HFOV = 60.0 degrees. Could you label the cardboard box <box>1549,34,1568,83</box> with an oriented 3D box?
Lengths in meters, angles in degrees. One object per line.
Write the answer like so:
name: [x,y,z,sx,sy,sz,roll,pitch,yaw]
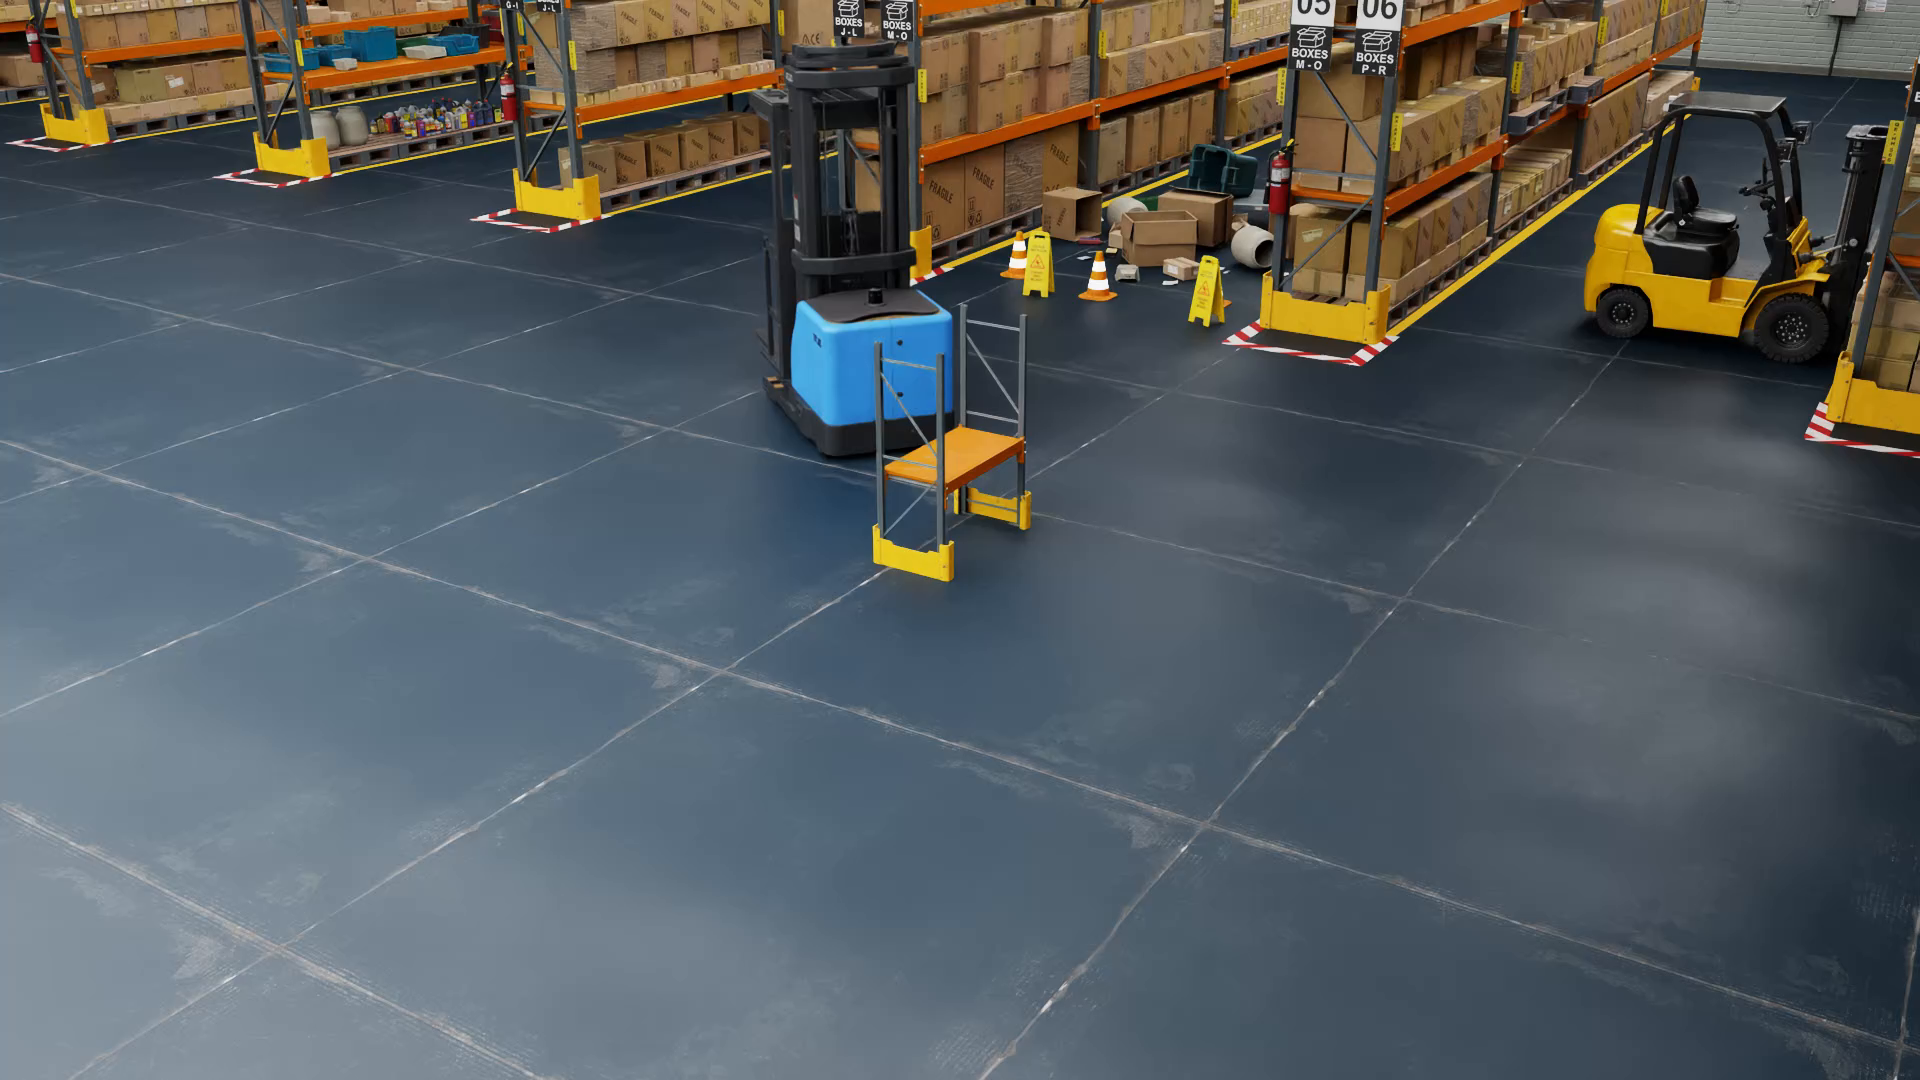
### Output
cardboard box: [6.803,-5.667,19.536,0.500,0.500,0.500,13,26,27]

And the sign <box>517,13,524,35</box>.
sign: [-6.652,-7.808,25.161,0.100,0.325,0.005,14,27,29]

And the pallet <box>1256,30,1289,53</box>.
pallet: [4.374,-7.627,25.334,1.003,0.211,1.213,14,27,29]

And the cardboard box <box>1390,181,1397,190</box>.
cardboard box: [3.880,-3.379,15.596,0.380,0.149,0.250,14,27,30]

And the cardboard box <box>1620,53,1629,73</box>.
cardboard box: [8.890,-6.599,22.906,0.500,0.250,0.500,14,27,29]

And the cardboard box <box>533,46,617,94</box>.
cardboard box: [-4.702,-5.774,20.312,0.875,0.500,0.500,14,27,29]

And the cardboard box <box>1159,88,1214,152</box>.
cardboard box: [2.967,-6.012,23.665,1.050,0.750,0.750,13,27,28]

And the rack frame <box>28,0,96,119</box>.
rack frame: [-13.429,-7.489,24.773,1.000,3.000,0.127,14,27,29]

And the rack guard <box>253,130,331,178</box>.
rack guard: [-9.223,-5.338,22.951,1.175,0.500,0.348,14,27,29]

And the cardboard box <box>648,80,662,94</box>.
cardboard box: [-4.009,-5.766,21.109,0.380,0.149,0.250,14,27,29]

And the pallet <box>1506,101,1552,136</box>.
pallet: [6.040,-4.824,18.860,1.003,0.211,1.213,14,27,29]

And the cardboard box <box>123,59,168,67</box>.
cardboard box: [-12.884,-7.348,26.436,0.500,0.500,0.500,14,27,29]

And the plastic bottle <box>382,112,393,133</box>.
plastic bottle: [-8.471,-6.193,24.654,0.152,0.276,0.135,14,27,29]

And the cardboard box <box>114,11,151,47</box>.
cardboard box: [-12.899,-7.868,25.523,0.700,0.500,0.500,15,27,30]

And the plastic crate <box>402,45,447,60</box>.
plastic crate: [-7.755,-7.077,24.155,0.530,0.136,0.437,14,27,29]

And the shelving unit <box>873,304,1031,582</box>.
shelving unit: [3.991,-3.379,16.791,0.587,1.800,16.366,14,27,29]

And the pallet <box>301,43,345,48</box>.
pallet: [-12.940,-10.196,34.538,1.003,0.211,1.213,14,27,29]

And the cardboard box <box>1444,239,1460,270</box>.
cardboard box: [4.886,-3.007,17.354,0.500,0.250,0.500,14,27,30]

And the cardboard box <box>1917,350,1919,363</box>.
cardboard box: [8.047,-1.571,13.407,0.500,0.250,0.500,14,27,30]

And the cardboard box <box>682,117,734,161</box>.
cardboard box: [-3.446,-5.486,22.764,0.500,0.500,0.500,-18,29,-36]

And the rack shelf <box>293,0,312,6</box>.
rack shelf: [-14.475,-10.221,31.989,1.077,0.370,4.000,14,27,29]

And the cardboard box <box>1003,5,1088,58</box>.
cardboard box: [1.031,-6.135,20.098,0.875,0.550,0.550,14,27,29]

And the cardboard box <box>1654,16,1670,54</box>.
cardboard box: [10.204,-7.534,24.753,0.500,0.500,0.500,15,28,31]

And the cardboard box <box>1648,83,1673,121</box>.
cardboard box: [10.628,-6.894,26.095,0.875,0.438,0.875,13,27,27]

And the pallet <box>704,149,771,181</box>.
pallet: [-3.230,-5.248,23.107,1.003,0.211,1.213,14,27,29]

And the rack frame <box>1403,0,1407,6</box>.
rack frame: [3.404,-6.088,13.986,1.000,3.000,0.127,14,27,29]

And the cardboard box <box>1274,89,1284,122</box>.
cardboard box: [4.753,-6.786,25.767,0.500,0.500,0.500,13,27,28]

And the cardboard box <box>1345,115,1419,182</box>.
cardboard box: [3.889,-3.619,15.334,0.500,0.500,0.500,13,27,28]

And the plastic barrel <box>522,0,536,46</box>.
plastic barrel: [-6.652,-8.097,25.546,0.600,0.901,0.708,14,27,29]

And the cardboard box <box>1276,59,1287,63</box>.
cardboard box: [5.297,-7.474,26.412,0.500,0.250,0.500,13,27,28]

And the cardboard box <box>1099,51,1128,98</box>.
cardboard box: [1.761,-5.855,20.874,0.500,0.500,0.500,14,27,30]

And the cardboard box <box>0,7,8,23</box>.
cardboard box: [-16.577,-8.913,28.227,0.500,0.250,0.500,13,27,28]

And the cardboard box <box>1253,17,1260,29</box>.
cardboard box: [4.203,-7.641,24.538,0.380,0.149,0.250,14,27,29]

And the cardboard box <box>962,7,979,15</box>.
cardboard box: [-0.038,-8.439,26.843,0.500,0.500,0.500,13,27,28]

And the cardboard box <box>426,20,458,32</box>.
cardboard box: [-11.542,-11.535,36.298,0.750,0.750,0.750,14,27,30]

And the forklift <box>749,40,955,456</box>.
forklift: [-1.023,-2.534,13.415,1.130,2.935,3.031,-8,25,-18]

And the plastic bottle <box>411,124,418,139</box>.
plastic bottle: [-7.948,-5.949,24.184,0.097,0.201,0.097,0,23,0]

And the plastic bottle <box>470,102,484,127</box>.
plastic bottle: [-7.309,-6.443,25.139,0.144,0.351,0.185,12,26,26]

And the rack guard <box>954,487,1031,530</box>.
rack guard: [0.222,-0.257,11.529,0.587,0.250,0.087,14,27,29]

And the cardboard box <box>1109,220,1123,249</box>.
cardboard box: [1.913,-3.467,18.925,0.396,0.266,0.258,20,30,38]

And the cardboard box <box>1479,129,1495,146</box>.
cardboard box: [5.477,-4.312,17.750,0.380,0.149,0.250,15,27,30]

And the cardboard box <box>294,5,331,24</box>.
cardboard box: [-11.097,-8.945,28.327,0.500,0.250,0.500,16,28,32]

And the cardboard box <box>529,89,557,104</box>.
cardboard box: [-5.040,-5.436,20.347,0.380,0.149,0.250,14,27,29]

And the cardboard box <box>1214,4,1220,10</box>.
cardboard box: [3.644,-7.914,24.793,0.380,0.149,0.250,15,27,30]

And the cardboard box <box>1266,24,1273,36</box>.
cardboard box: [4.470,-7.672,24.985,0.380,0.149,0.250,14,27,30]

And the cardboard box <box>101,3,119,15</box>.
cardboard box: [-12.903,-8.009,25.033,0.380,0.149,0.250,13,27,28]

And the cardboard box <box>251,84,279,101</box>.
cardboard box: [-11.651,-7.401,27.502,0.500,0.250,0.500,14,27,29]

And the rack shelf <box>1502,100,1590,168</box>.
rack shelf: [6.569,-5.030,19.998,1.077,0.370,4.000,14,27,29]

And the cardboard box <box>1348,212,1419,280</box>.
cardboard box: [4.076,-2.832,16.005,0.500,0.500,0.500,13,27,27]

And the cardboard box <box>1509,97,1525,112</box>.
cardboard box: [6.074,-4.883,18.541,0.380,0.149,0.250,14,27,30]

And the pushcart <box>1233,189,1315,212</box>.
pushcart: [3.550,-3.942,19.882,1.648,0.377,0.936,5,24,11]

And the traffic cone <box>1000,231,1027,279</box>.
traffic cone: [0.632,-3.056,17.726,0.336,0.463,0.334,14,27,29]

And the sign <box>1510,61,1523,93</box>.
sign: [5.979,-4.971,17.868,0.100,0.325,0.005,14,27,29]

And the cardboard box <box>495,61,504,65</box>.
cardboard box: [-8.727,-9.337,31.636,0.500,0.500,0.500,15,28,31]
